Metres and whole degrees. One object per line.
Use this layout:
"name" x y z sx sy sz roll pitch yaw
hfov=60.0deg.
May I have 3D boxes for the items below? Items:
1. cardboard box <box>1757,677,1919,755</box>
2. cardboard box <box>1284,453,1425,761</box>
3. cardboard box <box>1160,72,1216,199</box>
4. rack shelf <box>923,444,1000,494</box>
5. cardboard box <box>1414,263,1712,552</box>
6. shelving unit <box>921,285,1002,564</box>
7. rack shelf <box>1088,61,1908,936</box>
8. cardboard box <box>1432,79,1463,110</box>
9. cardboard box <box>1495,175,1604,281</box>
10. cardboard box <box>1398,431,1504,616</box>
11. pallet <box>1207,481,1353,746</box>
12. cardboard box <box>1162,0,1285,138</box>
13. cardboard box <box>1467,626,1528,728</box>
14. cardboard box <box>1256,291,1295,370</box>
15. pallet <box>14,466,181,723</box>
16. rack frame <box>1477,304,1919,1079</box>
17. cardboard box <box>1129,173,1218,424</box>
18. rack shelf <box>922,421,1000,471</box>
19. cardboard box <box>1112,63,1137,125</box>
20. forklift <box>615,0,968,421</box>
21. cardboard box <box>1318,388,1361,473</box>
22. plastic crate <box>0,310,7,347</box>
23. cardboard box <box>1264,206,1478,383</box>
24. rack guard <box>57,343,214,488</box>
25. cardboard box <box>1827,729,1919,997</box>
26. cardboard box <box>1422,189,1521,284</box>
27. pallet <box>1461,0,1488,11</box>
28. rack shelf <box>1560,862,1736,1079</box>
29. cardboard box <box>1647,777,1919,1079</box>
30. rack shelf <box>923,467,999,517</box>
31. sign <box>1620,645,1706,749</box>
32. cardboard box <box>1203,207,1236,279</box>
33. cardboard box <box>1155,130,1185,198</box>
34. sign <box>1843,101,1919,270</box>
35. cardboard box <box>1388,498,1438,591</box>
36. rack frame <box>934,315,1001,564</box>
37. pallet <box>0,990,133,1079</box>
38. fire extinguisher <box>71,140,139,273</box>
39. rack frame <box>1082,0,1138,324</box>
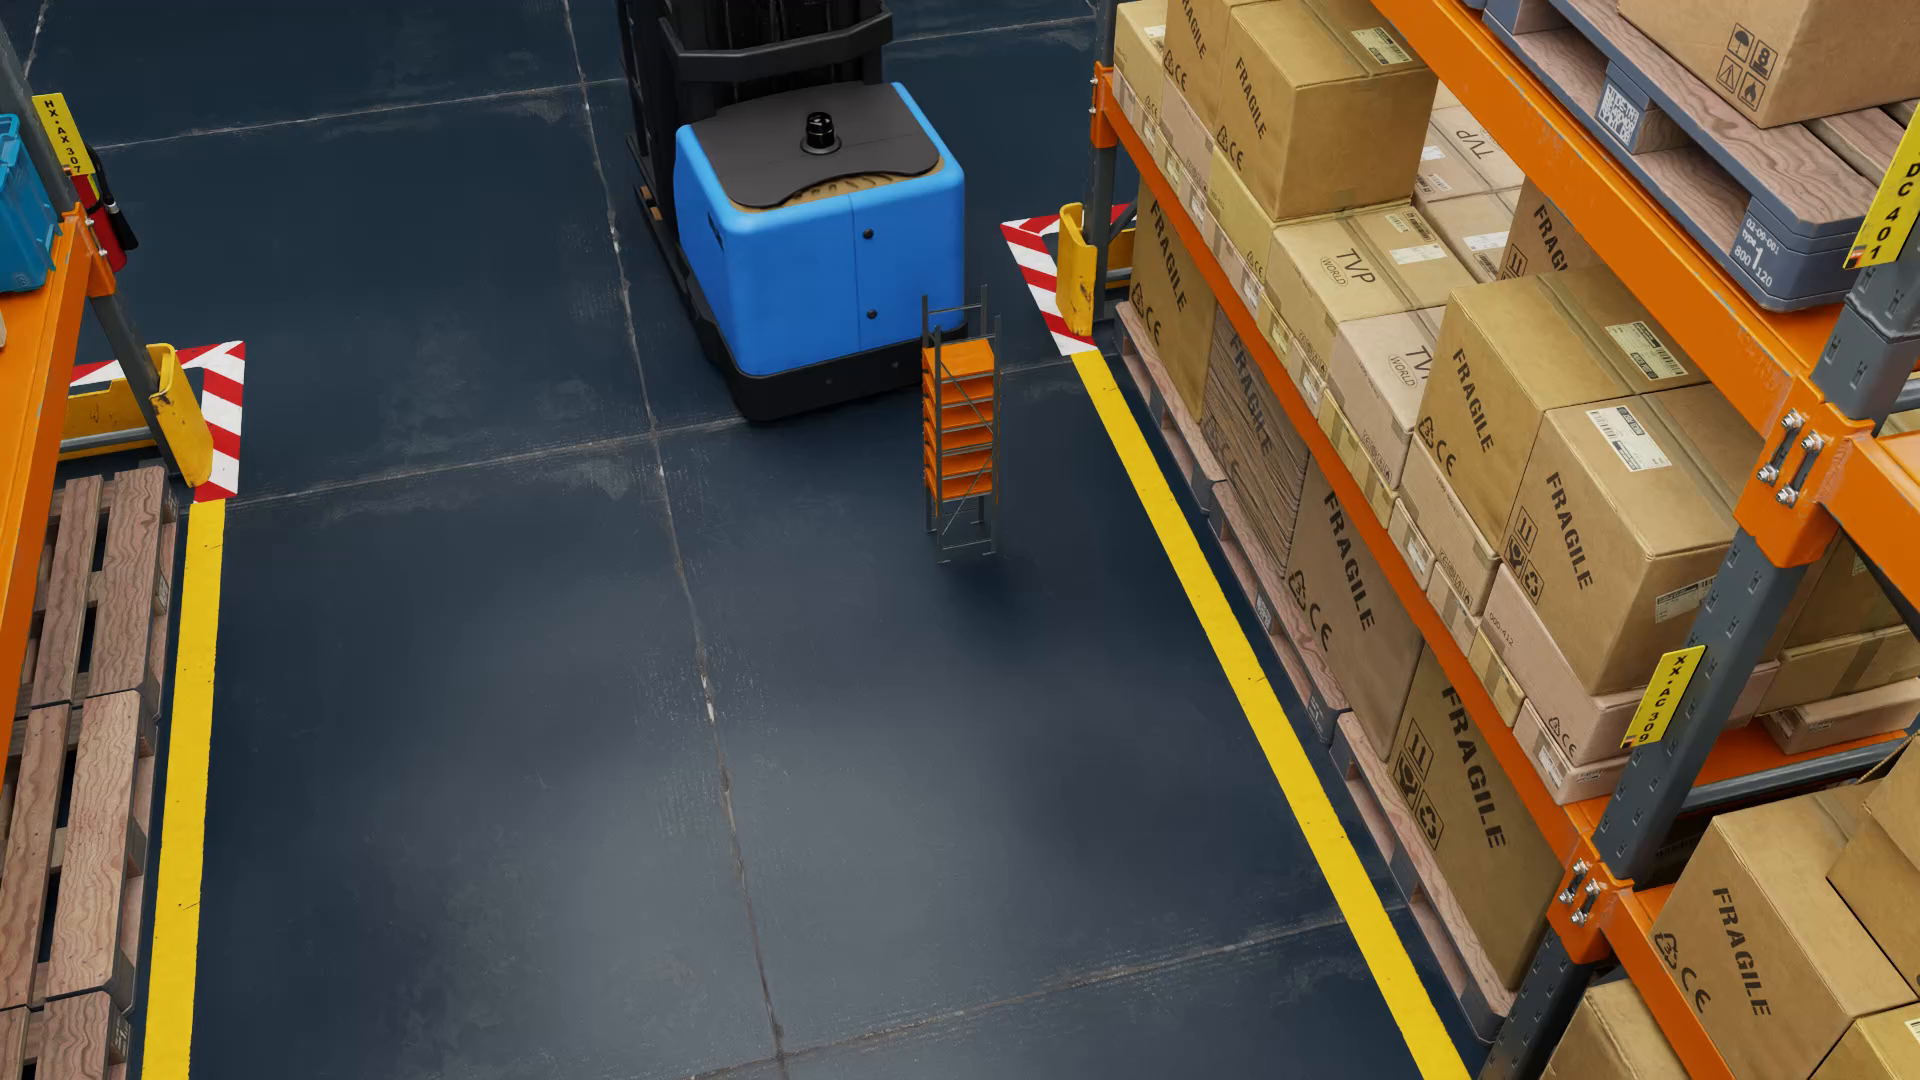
"cardboard box" 2.321 0.399 4.435 0.380 0.149 0.250 -11 47 -10
"cardboard box" 1.753 0.081 5.764 0.875 0.875 0.875 -11 47 -10
"cardboard box" 1.052 -1.499 6.015 0.500 0.250 0.500 -11 47 -11
"rack shelf" 0.004 -0.295 6.429 0.258 0.103 0.180 -11 47 -10
"cardboard box" 1.575 -0.353 4.368 0.500 0.500 0.500 -10 46 -10
"shelving unit" 0.004 -0.410 6.312 0.258 1.200 0.189 -11 47 -10
"rack shelf" 1.563 -0.553 5.695 1.077 0.370 4.000 -11 47 -10
"cardboard box" 1.561 -1.601 6.115 0.500 0.250 0.500 -11 47 -11
"cardboard box" 1.943 -0.815 4.821 0.500 0.500 0.500 -12 47 -12
"cardboard box" 1.574 -0.089 4.634 0.500 0.250 0.500 -9 46 -9
"pallet" 1.640 0.169 6.437 1.003 0.211 1.213 -11 47 -10
"cardboard box" 1.041 -1.774 5.760 0.500 0.500 0.500 -12 47 -11
"cardboard box" 1.614 0.335 4.497 0.380 0.149 0.250 -10 46 -10
"cardboard box" 1.218 -0.731 5.542 0.380 0.149 0.250 -12 47 -11
"pallet" -3.563 0.272 6.335 1.003 0.211 1.213 -11 47 -10
"rack frame" 2.075 0.576 4.085 1.000 3.000 0.127 -11 47 -10
"cardboard box" 1.292 -1.162 6.982 0.875 0.875 0.875 -11 47 -10
"rack shelf" 0.004 -0.379 6.343 0.258 0.103 0.180 -11 47 -10
"cardboard box" 0.823 -1.792 6.582 0.380 0.149 0.250 -10 46 -10
"forklift" -0.978 -2.608 7.253 1.130 2.935 3.031 -16 48 -15
"cardboard box" 1.351 -0.374 5.192 0.380 0.149 0.250 -11 47 -11
"plastic crate" -3.353 -0.679 5.458 0.396 0.136 0.243 -11 47 -10
"cardboard box" 1.316 -0.792 5.323 0.500 0.250 0.500 -12 47 -11
"rack guard" -3.756 -0.419 6.811 1.175 0.500 0.348 -11 47 -10
"cardboard box" 2.247 0.629 3.261 0.797 0.503 0.637 -12 47 -11
"cardboard box" 1.829 -0.891 5.419 0.500 0.250 0.500 -11 47 -10
"pallet" 1.567 -1.850 4.425 1.003 0.211 1.213 -11 47 -10
"rack shelf" 2.587 2.209 2.989 1.077 0.370 4.000 -11 47 -10
"cardboard box" 1.951 0.904 3.694 0.500 0.500 0.500 -11 47 -10
"rack shelf" 0.004 -0.211 6.515 0.258 0.103 0.180 -11 47 -10
"sign" 1.539 0.348 3.647 0.100 0.325 0.005 -11 47 -10
"cardboard box" 1.088 -1.083 5.887 0.380 0.149 0.250 -12 47 -11
"cardboard box" 0.956 -1.439 6.236 0.380 0.149 0.250 -12 47 -11
"sign" 1.539 -0.580 2.701 0.100 0.325 0.005 -11 47 -10
"cardboard box" 1.483 -0.019 4.845 0.380 0.149 0.250 -10 46 -10
"rack frame" 0.027 -0.347 6.250 0.240 1.200 0.006 -11 47 -10
"pallet" -2.939 1.957 4.684 1.003 0.211 1.213 -11 47 -10
"fire extinguisher" -3.336 -1.310 6.249 0.296 0.674 0.183 -11 47 -10
"rack frame" 1.051 -2.186 6.792 1.000 3.000 0.127 -11 47 -10
